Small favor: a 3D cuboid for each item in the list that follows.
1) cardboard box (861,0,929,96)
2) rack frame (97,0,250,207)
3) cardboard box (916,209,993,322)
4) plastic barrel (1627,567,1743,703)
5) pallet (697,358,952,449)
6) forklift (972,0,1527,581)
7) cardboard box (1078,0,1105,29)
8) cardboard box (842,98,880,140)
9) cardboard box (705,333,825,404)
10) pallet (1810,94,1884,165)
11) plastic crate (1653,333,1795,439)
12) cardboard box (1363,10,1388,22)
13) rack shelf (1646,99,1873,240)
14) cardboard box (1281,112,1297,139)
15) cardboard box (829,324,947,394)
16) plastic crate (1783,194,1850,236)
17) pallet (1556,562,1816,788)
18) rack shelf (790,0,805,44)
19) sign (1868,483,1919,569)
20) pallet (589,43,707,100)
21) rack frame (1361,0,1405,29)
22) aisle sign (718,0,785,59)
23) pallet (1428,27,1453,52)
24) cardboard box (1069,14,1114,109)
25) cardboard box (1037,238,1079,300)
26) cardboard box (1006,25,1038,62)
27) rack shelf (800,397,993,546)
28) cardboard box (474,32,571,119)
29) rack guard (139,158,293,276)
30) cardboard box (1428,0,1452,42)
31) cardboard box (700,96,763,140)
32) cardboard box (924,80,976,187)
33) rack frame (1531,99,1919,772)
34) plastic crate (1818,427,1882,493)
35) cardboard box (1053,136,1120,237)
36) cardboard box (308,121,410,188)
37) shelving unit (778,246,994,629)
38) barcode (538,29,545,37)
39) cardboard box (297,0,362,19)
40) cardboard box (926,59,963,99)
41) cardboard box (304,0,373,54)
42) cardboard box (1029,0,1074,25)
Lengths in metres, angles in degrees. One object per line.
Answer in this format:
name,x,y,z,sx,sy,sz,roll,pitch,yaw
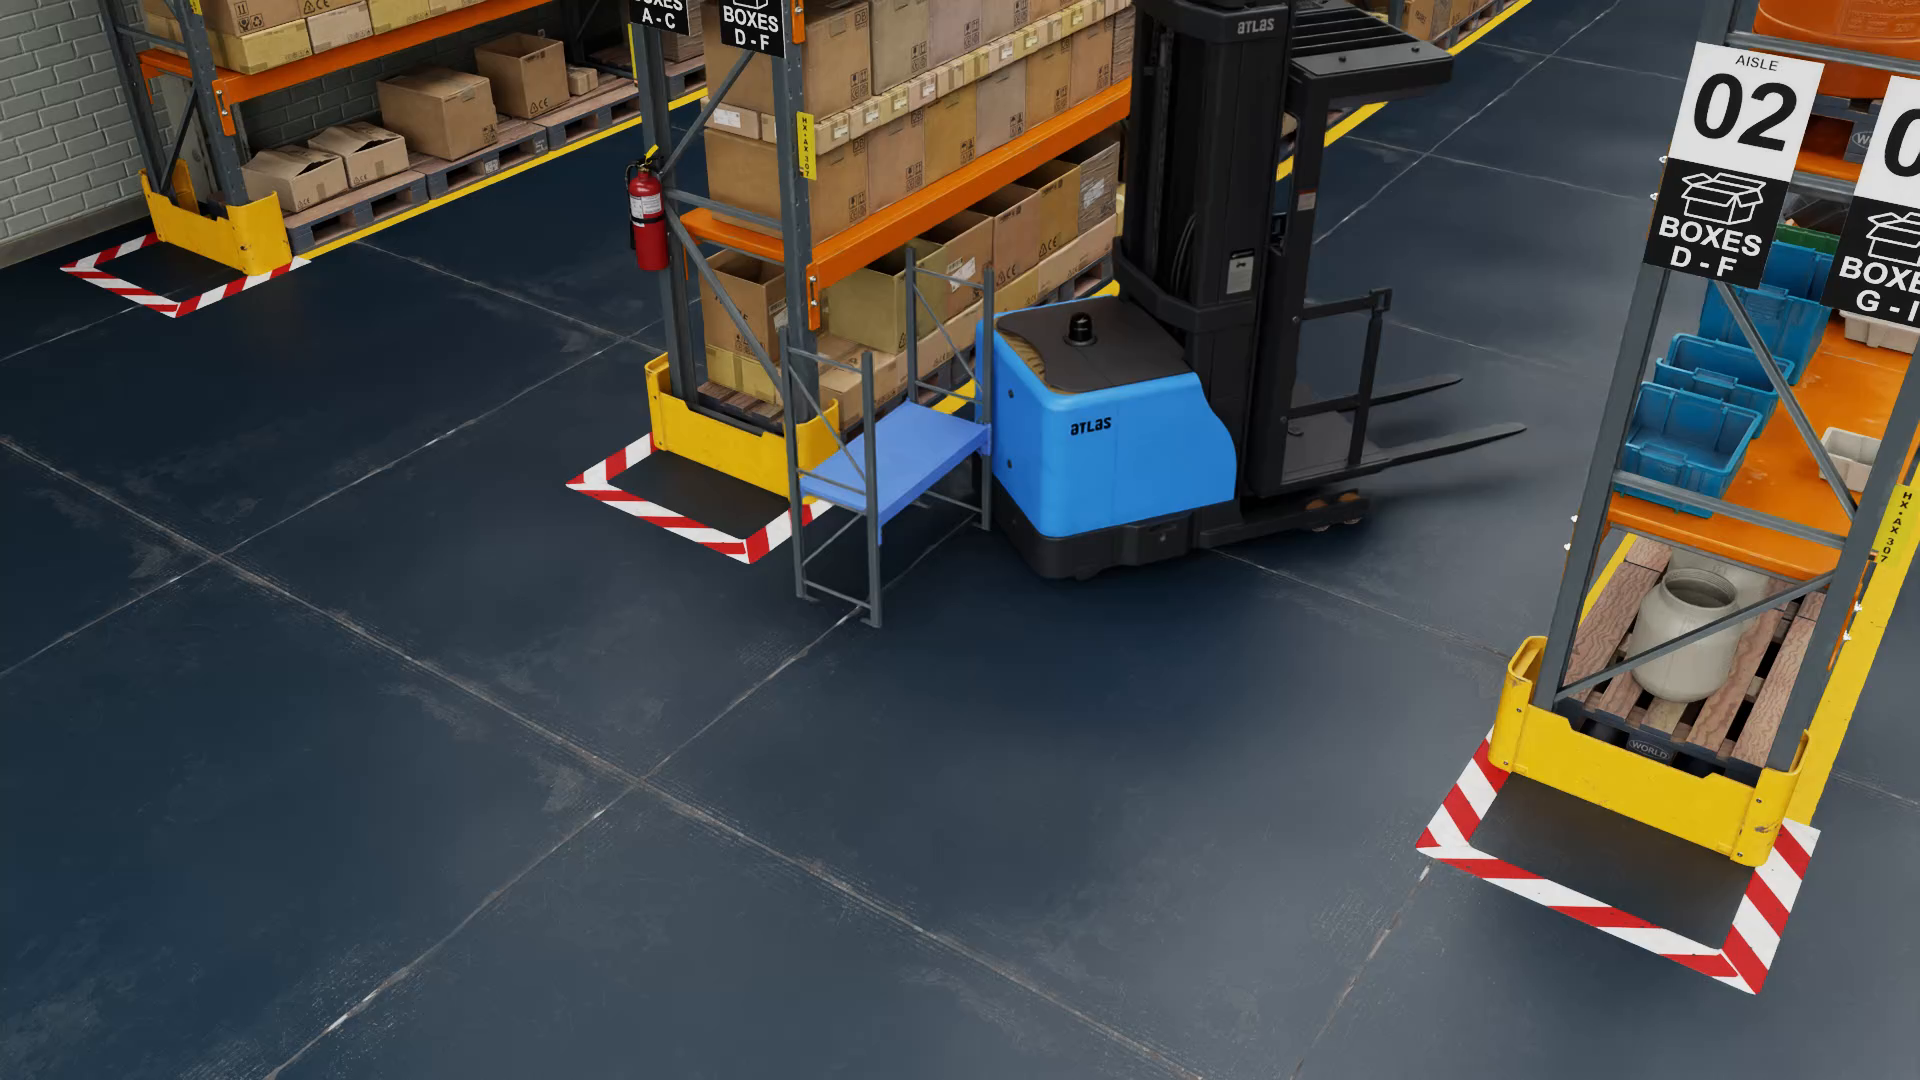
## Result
cardboard box,-0.593,-2.753,8.896,0.700,0.500,0.500,20,39,27
rack frame,-5.267,-3.276,10.916,1.000,3.000,0.127,21,39,28
cardboard box,-0.148,-1.681,9.969,0.500,0.500,0.500,21,39,28
plastic barrel,3.185,0.418,7.300,0.421,0.512,0.421,0,34,0
pallet,-0.793,-0.905,9.900,1.003,0.211,1.213,21,39,28
forklift,1.635,-1.522,8.384,3.031,2.935,1.130,-12,36,-17
cardboard box,0.668,-3.297,10.279,0.380,0.149,0.250,21,39,28
cardboard box,-0.646,-2.239,8.715,0.380,0.149,0.250,20,39,27
cardboard box,-1.132,-1.071,9.736,0.500,0.250,0.500,21,39,28
pallet,3.424,-1.625,5.966,1.003,0.211,1.213,21,39,28
plastic crate,3.287,-0.672,7.200,0.499,0.251,0.408,21,39,28
cardboard box,3.270,-4.324,14.046,0.500,0.311,0.500,22,40,29
rack shelf,4.013,-1.976,6.959,1.077,0.370,4.000,21,39,28
cardboard box,2.396,-3.385,13.158,0.500,0.250,0.500,22,40,29
cardboard box,-0.424,-1.137,9.833,0.500,0.250,0.500,21,39,28
plastic crate,4.750,-1.726,8.680,0.767,0.338,0.504,21,39,28
pallet,3.344,0.622,7.642,1.003,0.211,1.213,21,39,28
rack shelf,-0.055,-3.560,9.301,1.077,0.370,4.000,21,39,28
sign,3.322,-0.048,5.896,0.100,0.325,0.005,21,39,28
pallet,-2.543,-4.320,14.950,1.003,0.211,1.213,21,39,28
rack frame,3.366,-5.377,14.023,1.000,3.000,0.127,21,39,28
aisle sign,-0.981,-2.644,7.661,0.394,0.787,0.004,21,39,28
pallet,3.823,-4.553,15.294,1.003,0.211,1.213,21,39,28
cardboard box,0.543,-3.126,10.606,0.700,0.500,0.500,21,39,28
cardboard box,0.435,-1.826,10.852,0.500,0.250,0.500,21,39,28
cardboard box,0.232,-2.945,9.759,0.380,0.149,0.250,23,40,30
rack shelf,-0.326,-0.360,8.264,0.538,0.185,1.000,20,39,27
cardboard box,-3.545,-3.773,13.490,0.500,0.500,0.500,18,38,25
rack guard,-5.223,-2.275,11.668,1.175,0.500,0.348,21,39,28
cardboard box,4.155,-4.884,15.134,0.500,0.500,0.500,20,39,27
cardboard box,-1.134,-2.242,8.719,0.380,0.149,0.250,21,39,27
cardboard box,-0.335,-2.417,9.557,0.700,0.500,0.500,22,40,28
rack frame,2.872,-0.111,6.237,1.000,3.000,0.127,21,39,28
plastic crate,3.647,-0.311,6.768,0.298,0.136,0.250,21,39,28
cardboard box,0.706,-2.372,10.990,0.500,0.500,0.500,21,39,28
cardboard box,-4.473,-2.896,12.362,0.500,0.311,0.500,25,41,32
shelving unit,-0.326,-0.509,8.163,0.538,1.500,1.048,20,39,27
barcode,-3.491,-4.224,13.871,0.001,0.075,0.075,21,39,28
cardboard box,-4.458,-3.880,11.257,0.500,0.500,0.500,21,40,28
cardboard box,-0.207,-2.593,9.238,0.380,0.149,0.250,20,39,27
cardboard box,-4.443,-3.588,11.495,0.500,0.250,0.500,20,39,27
cardboard box,0.265,-3.445,9.920,0.700,0.500,0.500,21,39,28
